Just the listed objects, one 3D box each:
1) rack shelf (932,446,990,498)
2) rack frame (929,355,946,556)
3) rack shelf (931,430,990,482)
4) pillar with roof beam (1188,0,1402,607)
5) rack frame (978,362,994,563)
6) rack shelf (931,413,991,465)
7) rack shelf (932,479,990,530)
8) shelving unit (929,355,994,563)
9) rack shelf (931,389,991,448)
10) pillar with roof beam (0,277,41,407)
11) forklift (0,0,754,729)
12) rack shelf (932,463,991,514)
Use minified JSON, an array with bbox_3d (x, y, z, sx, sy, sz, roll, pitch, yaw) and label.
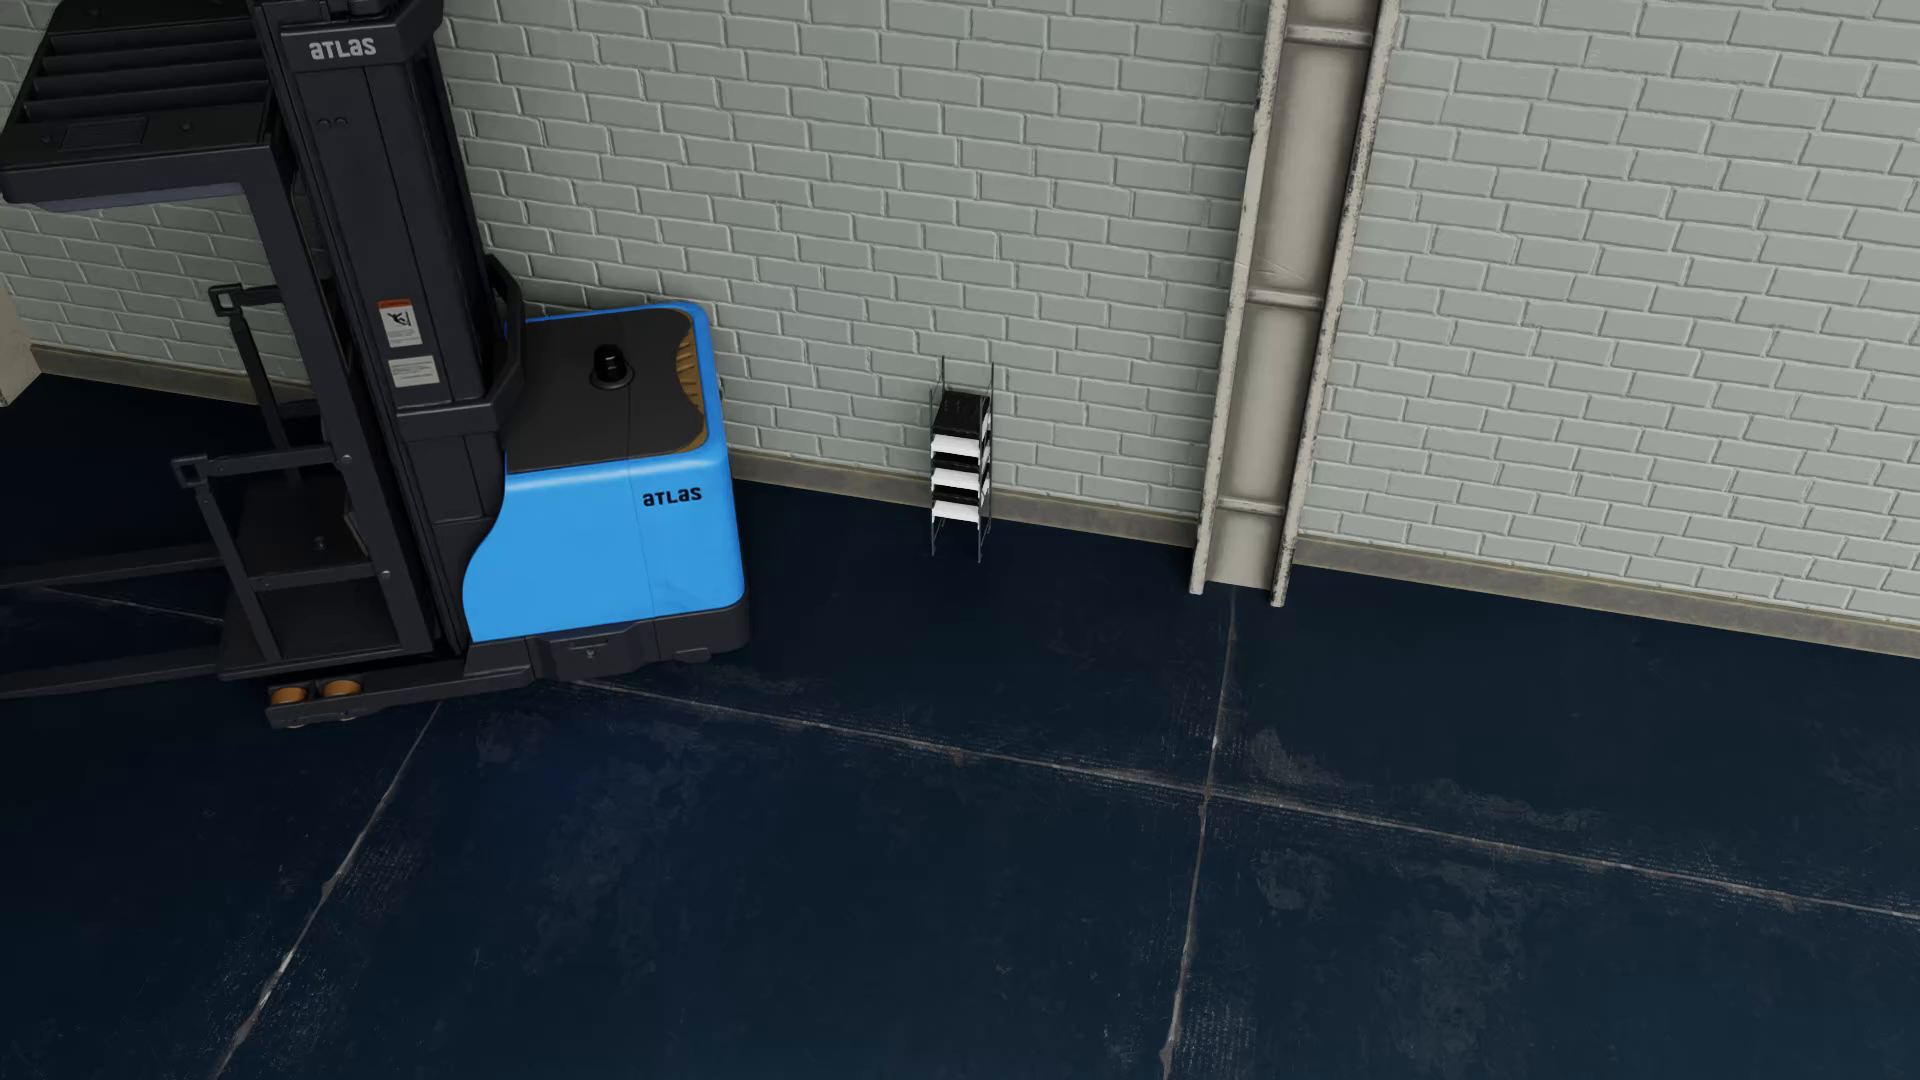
[{"bbox_3d":[0.008,-0.299,6.920,0.200,0.077,0.258,9,45,9],"label":"rack shelf"},{"bbox_3d":[-0.091,-0.338,6.913,0.006,0.900,0.240,9,45,9],"label":"rack frame"},{"bbox_3d":[0.008,-0.364,6.857,0.200,0.077,0.258,9,45,9],"label":"rack shelf"},{"bbox_3d":[0.245,-0.182,0.910,0.400,9.000,9.100,9,45,9],"label":"pillar with roof beam"},{"bbox_3d":[0.107,-0.308,6.881,0.006,0.900,0.240,9,45,9],"label":"rack frame"},{"bbox_3d":[0.008,-0.429,6.795,0.200,0.077,0.258,9,45,9],"label":"rack shelf"},{"bbox_3d":[0.008,-0.169,7.045,0.200,0.077,0.258,9,45,9],"label":"rack shelf"},{"bbox_3d":[0.008,-0.323,6.897,0.210,0.900,0.258,9,45,9],"label":"shelving unit"},{"bbox_3d":[0.008,-0.493,6.733,0.200,0.077,0.258,9,45,9],"label":"rack shelf"},{"bbox_3d":[-5.610,-1.091,1.854,0.400,9.000,9.100,9,45,9],"label":"pillar with roof beam"},{"bbox_3d":[-2.404,-0.727,5.852,3.031,2.935,1.130,-8,44,-8],"label":"forklift"},{"bbox_3d":[0.008,-0.234,6.982,0.200,0.077,0.258,9,45,9],"label":"rack shelf"}]
